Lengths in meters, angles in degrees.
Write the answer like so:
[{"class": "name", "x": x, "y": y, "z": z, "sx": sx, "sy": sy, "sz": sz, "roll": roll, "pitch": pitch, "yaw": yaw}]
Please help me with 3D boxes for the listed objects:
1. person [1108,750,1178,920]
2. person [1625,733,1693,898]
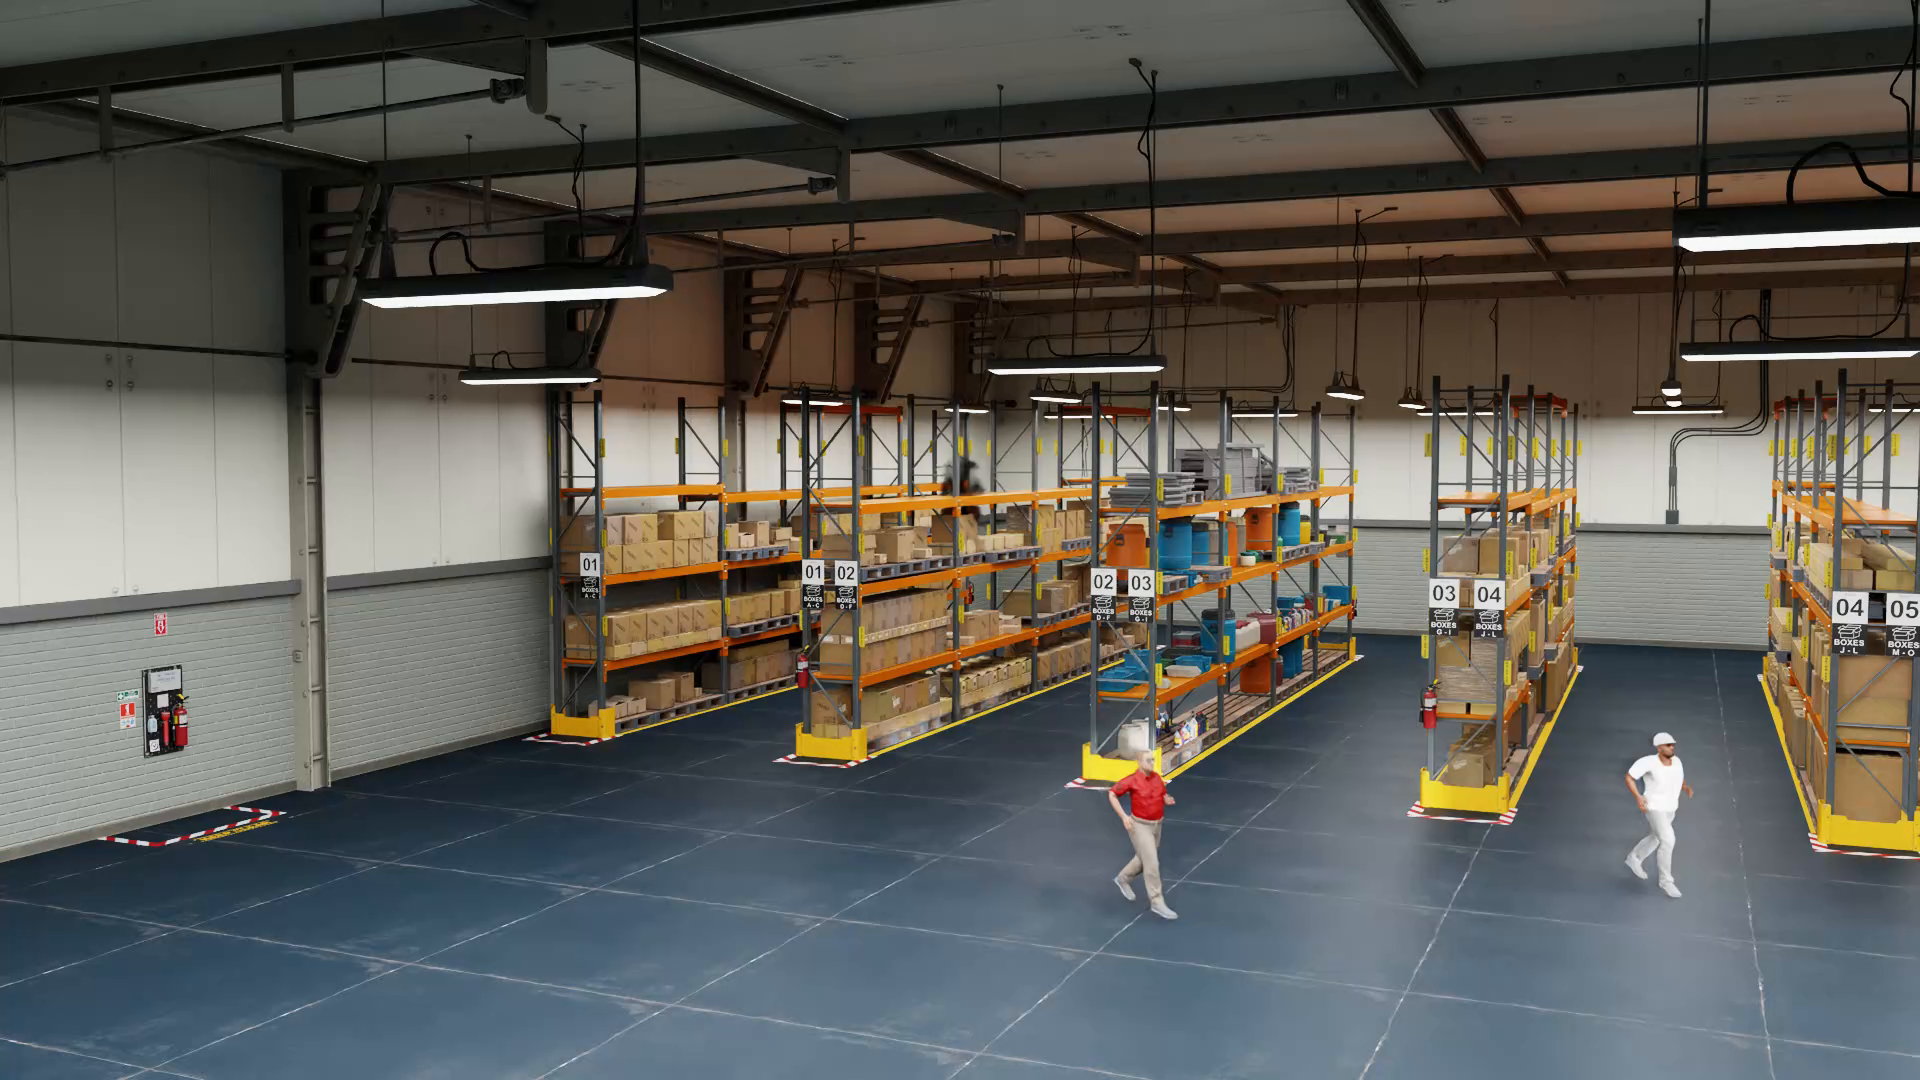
[{"class": "person", "x": 1.997, "y": 3.127, "z": 17.928, "sx": 0.658, "sy": 1.729, "sz": 0.976, "roll": -3, "pitch": 4, "yaw": -45}, {"class": "person", "x": 7.934, "y": 3.065, "z": 18.902, "sx": 0.691, "sy": 1.801, "sz": 0.854, "roll": -2, "pitch": 4, "yaw": -28}]
